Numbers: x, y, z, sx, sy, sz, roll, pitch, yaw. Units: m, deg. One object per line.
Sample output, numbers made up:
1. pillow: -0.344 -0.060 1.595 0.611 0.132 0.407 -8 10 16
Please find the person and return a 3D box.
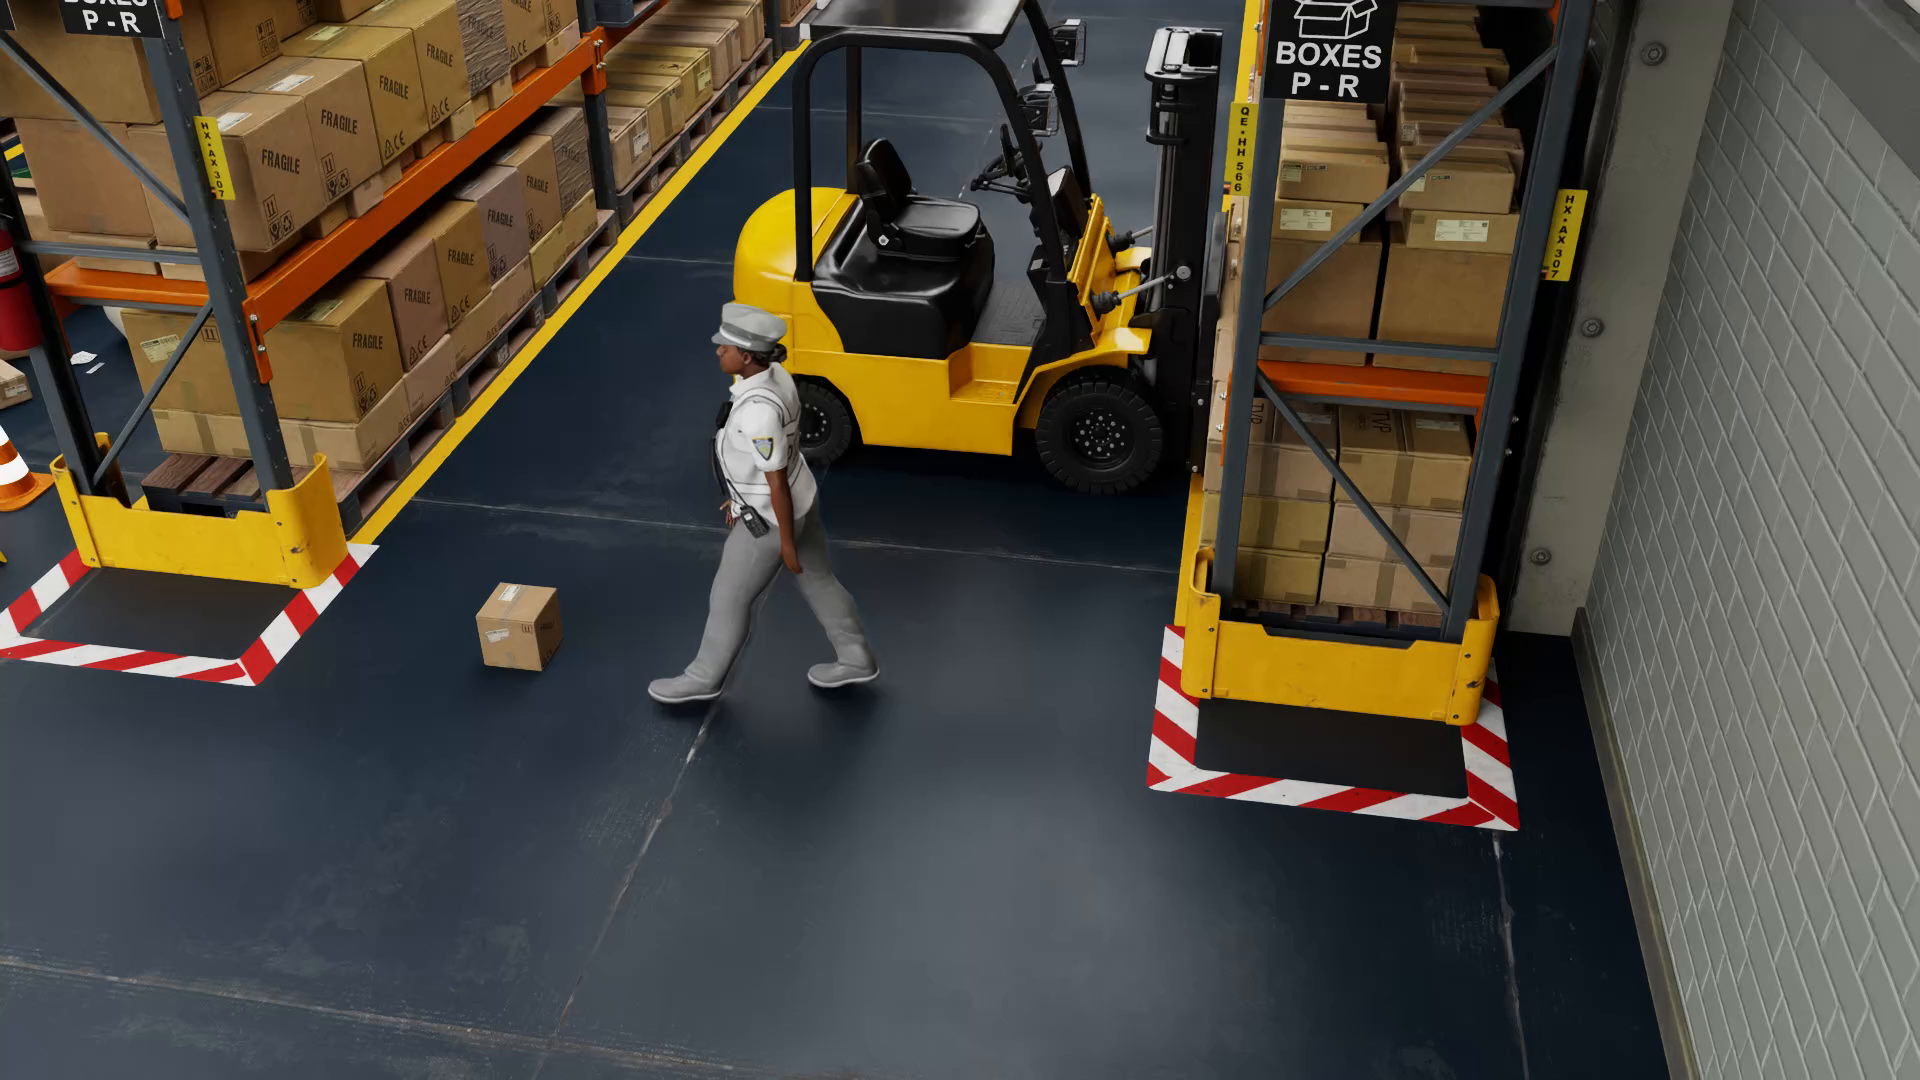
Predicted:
1. person: -0.771 -0.118 6.287 0.893 1.631 0.463 5 33 8
